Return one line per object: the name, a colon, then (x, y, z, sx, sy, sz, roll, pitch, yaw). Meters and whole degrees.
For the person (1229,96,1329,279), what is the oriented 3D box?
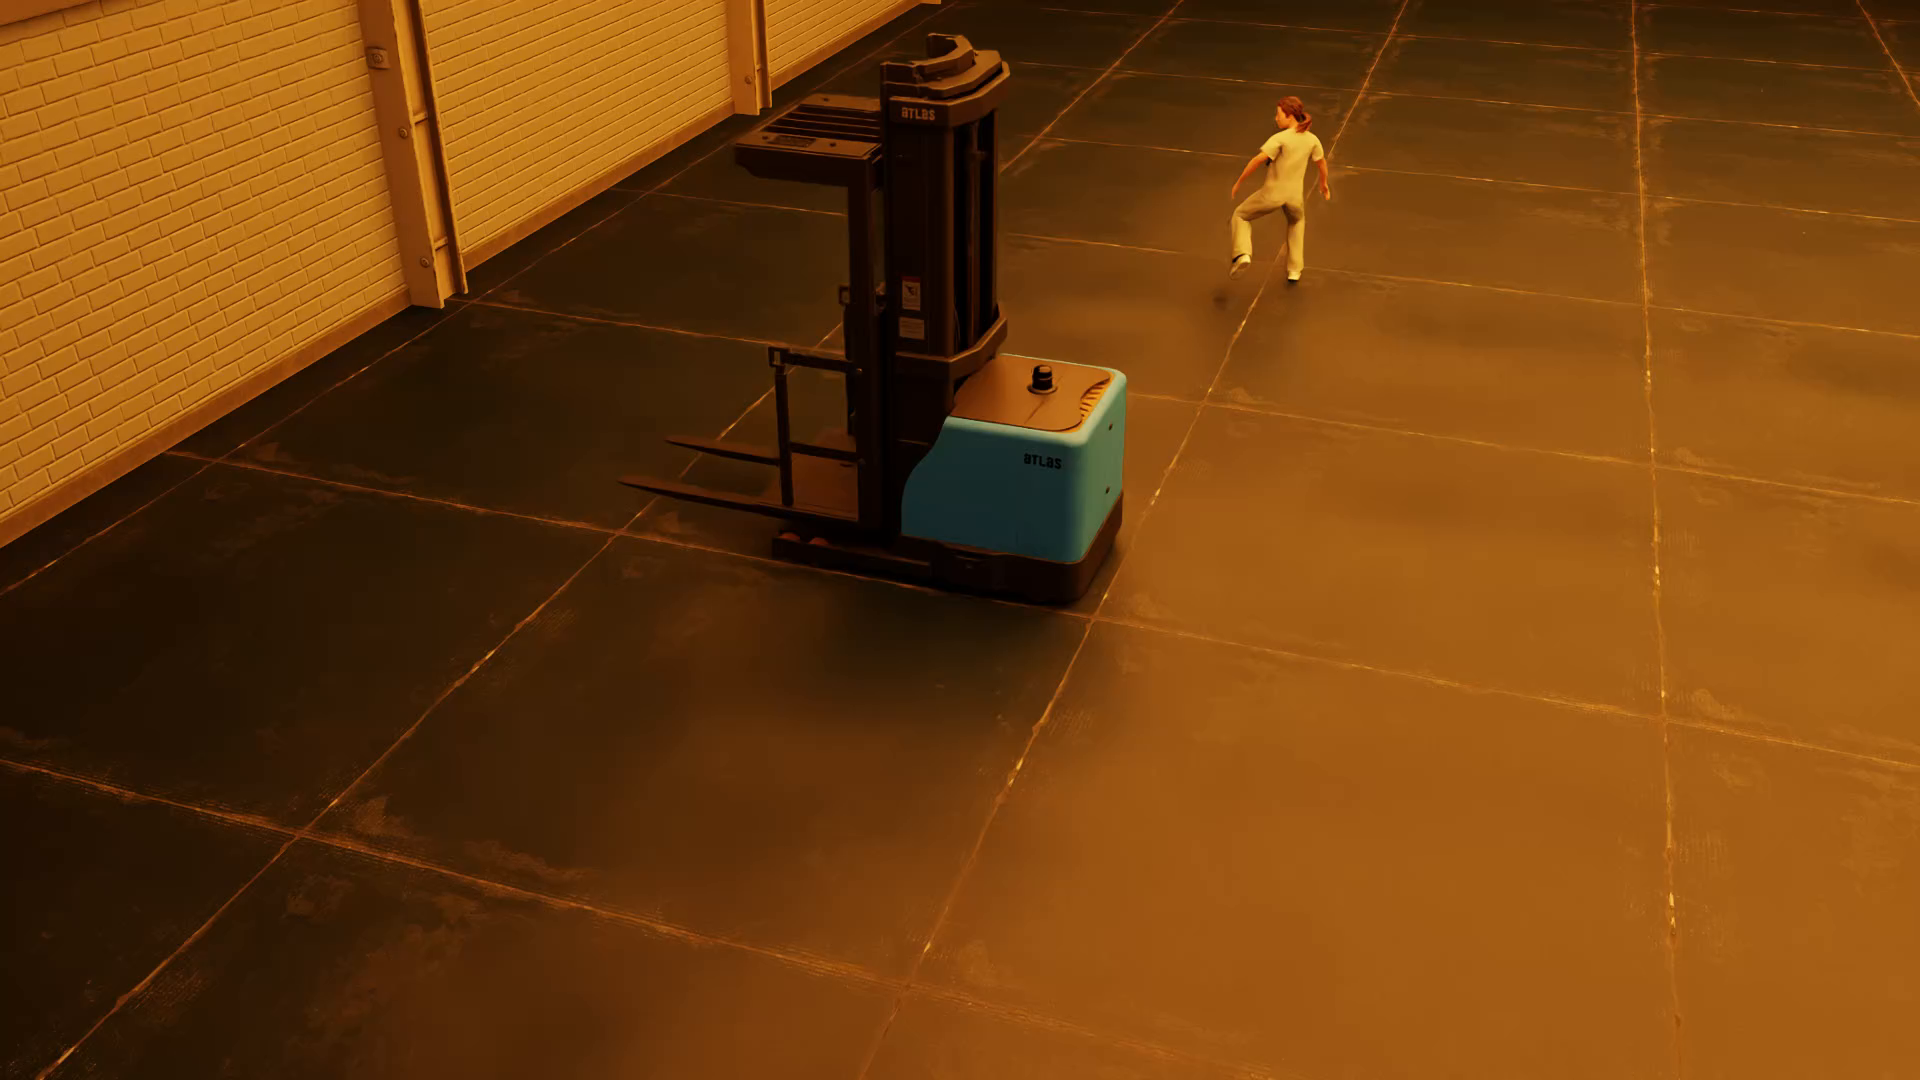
person: (2.621, -2.838, 13.552, 0.921, 1.552, 0.500, -5, 30, -10)

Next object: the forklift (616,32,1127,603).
forklift: (-0.591, -1.352, 9.508, 3.031, 2.935, 1.130, 10, 31, 17)
